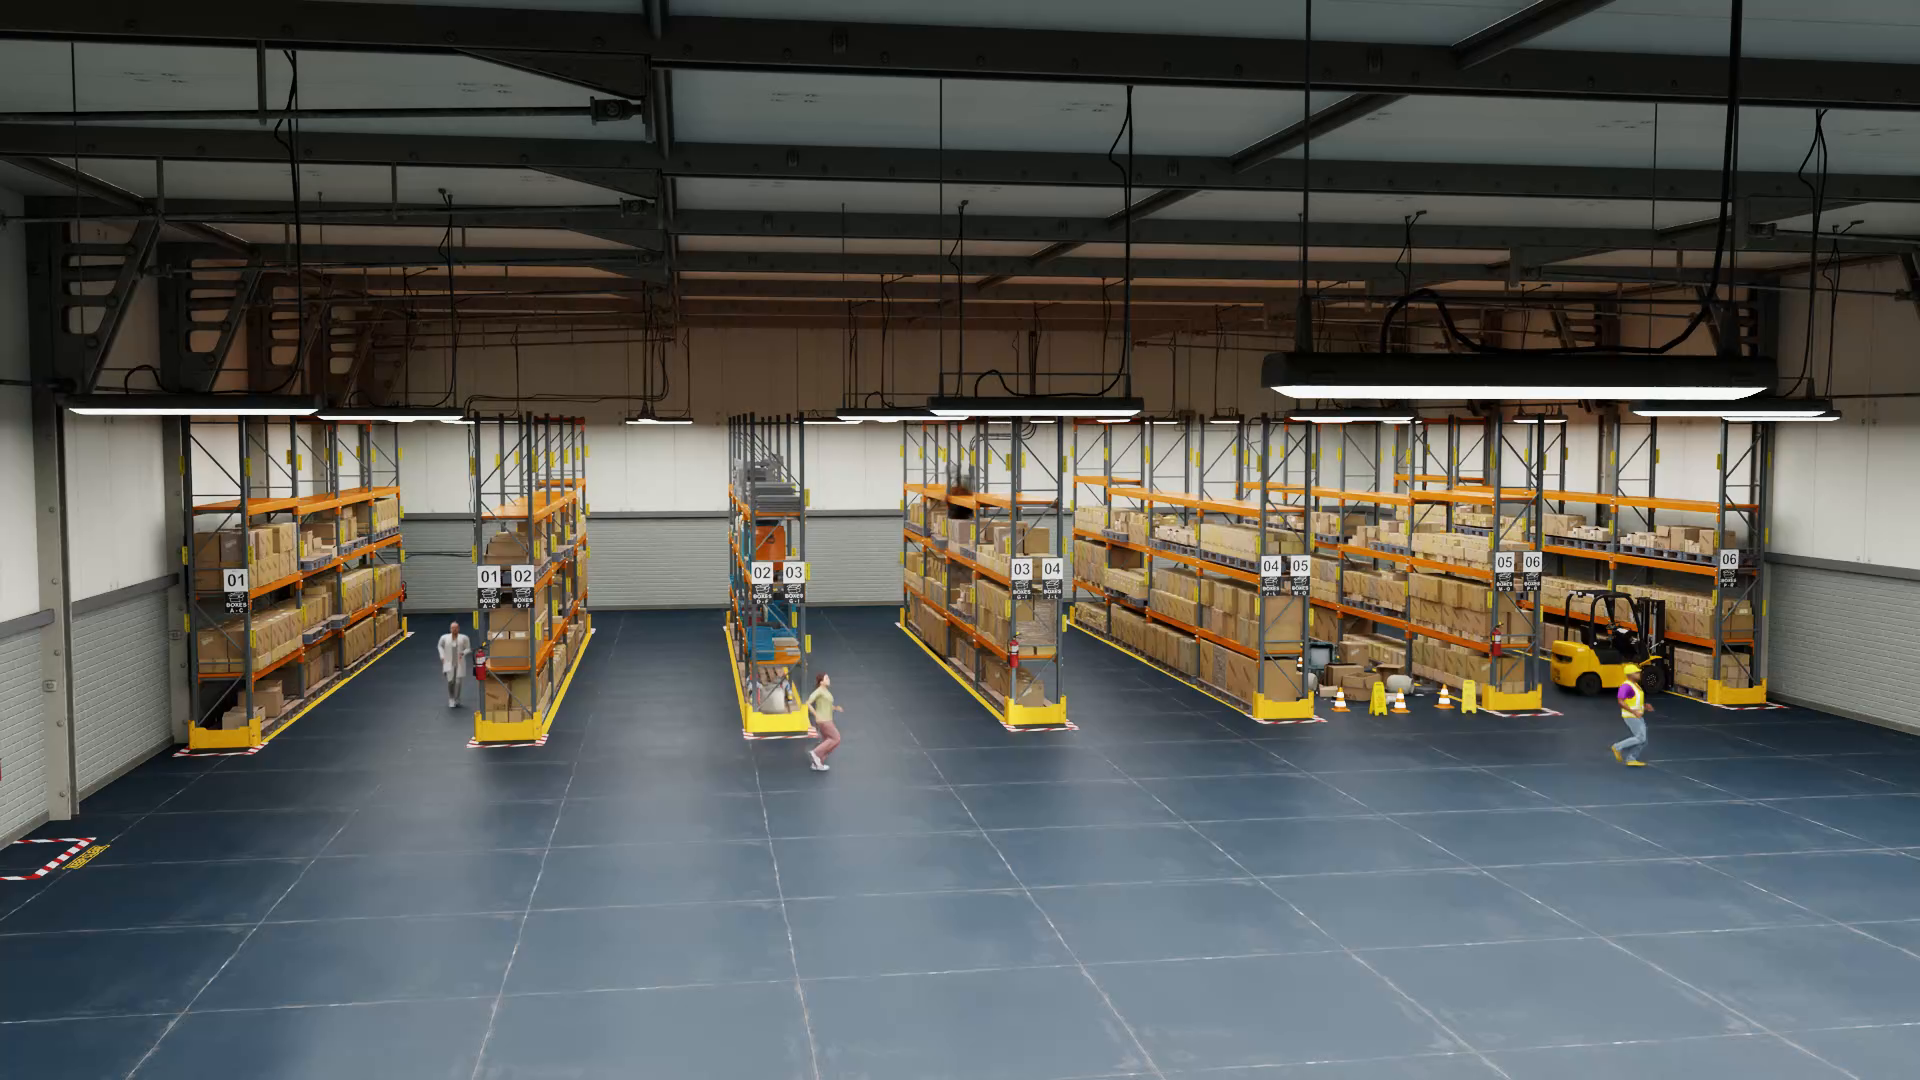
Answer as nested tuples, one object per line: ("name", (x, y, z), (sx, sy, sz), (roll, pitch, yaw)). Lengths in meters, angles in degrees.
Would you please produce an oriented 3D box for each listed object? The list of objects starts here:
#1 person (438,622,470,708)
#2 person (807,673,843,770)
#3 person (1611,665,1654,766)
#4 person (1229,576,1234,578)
("person", (-10.303, 2.545, 33.894), (0.616, 1.751, 0.819), (-2, 4, -21))
("person", (-2.224, 3.017, 27.691), (0.550, 1.629, 0.566), (1, 4, 10))
("person", (11.331, 2.958, 28.015), (0.599, 1.716, 0.698), (3, 5, 34))
("person", (8.394, 1.436, 50.602), (0.677, 1.724, 0.750), (1, 4, 10))
